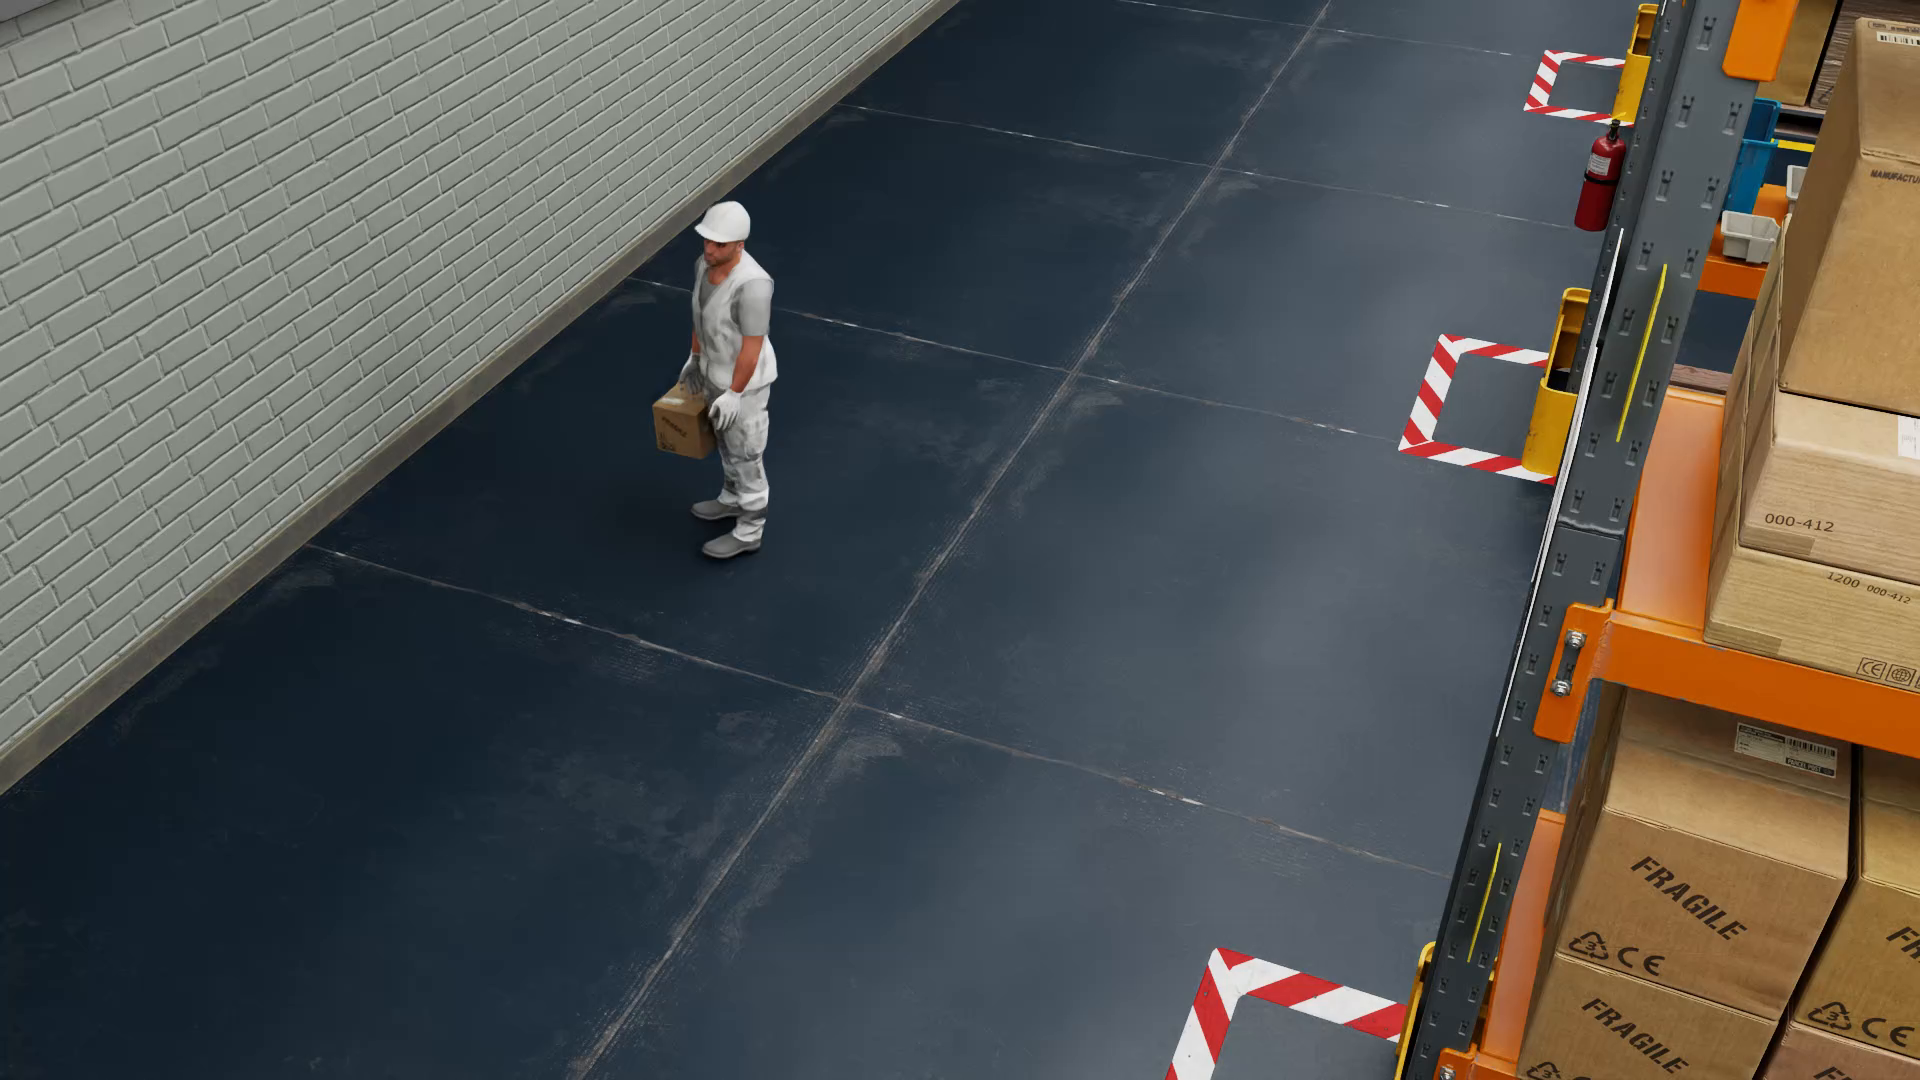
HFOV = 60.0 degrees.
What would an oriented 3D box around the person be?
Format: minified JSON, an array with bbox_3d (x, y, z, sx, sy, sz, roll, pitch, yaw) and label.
[{"bbox_3d":[-1.119,-0.744,7.741,0.465,1.797,0.578,-22,42,-26],"label":"person"}]
